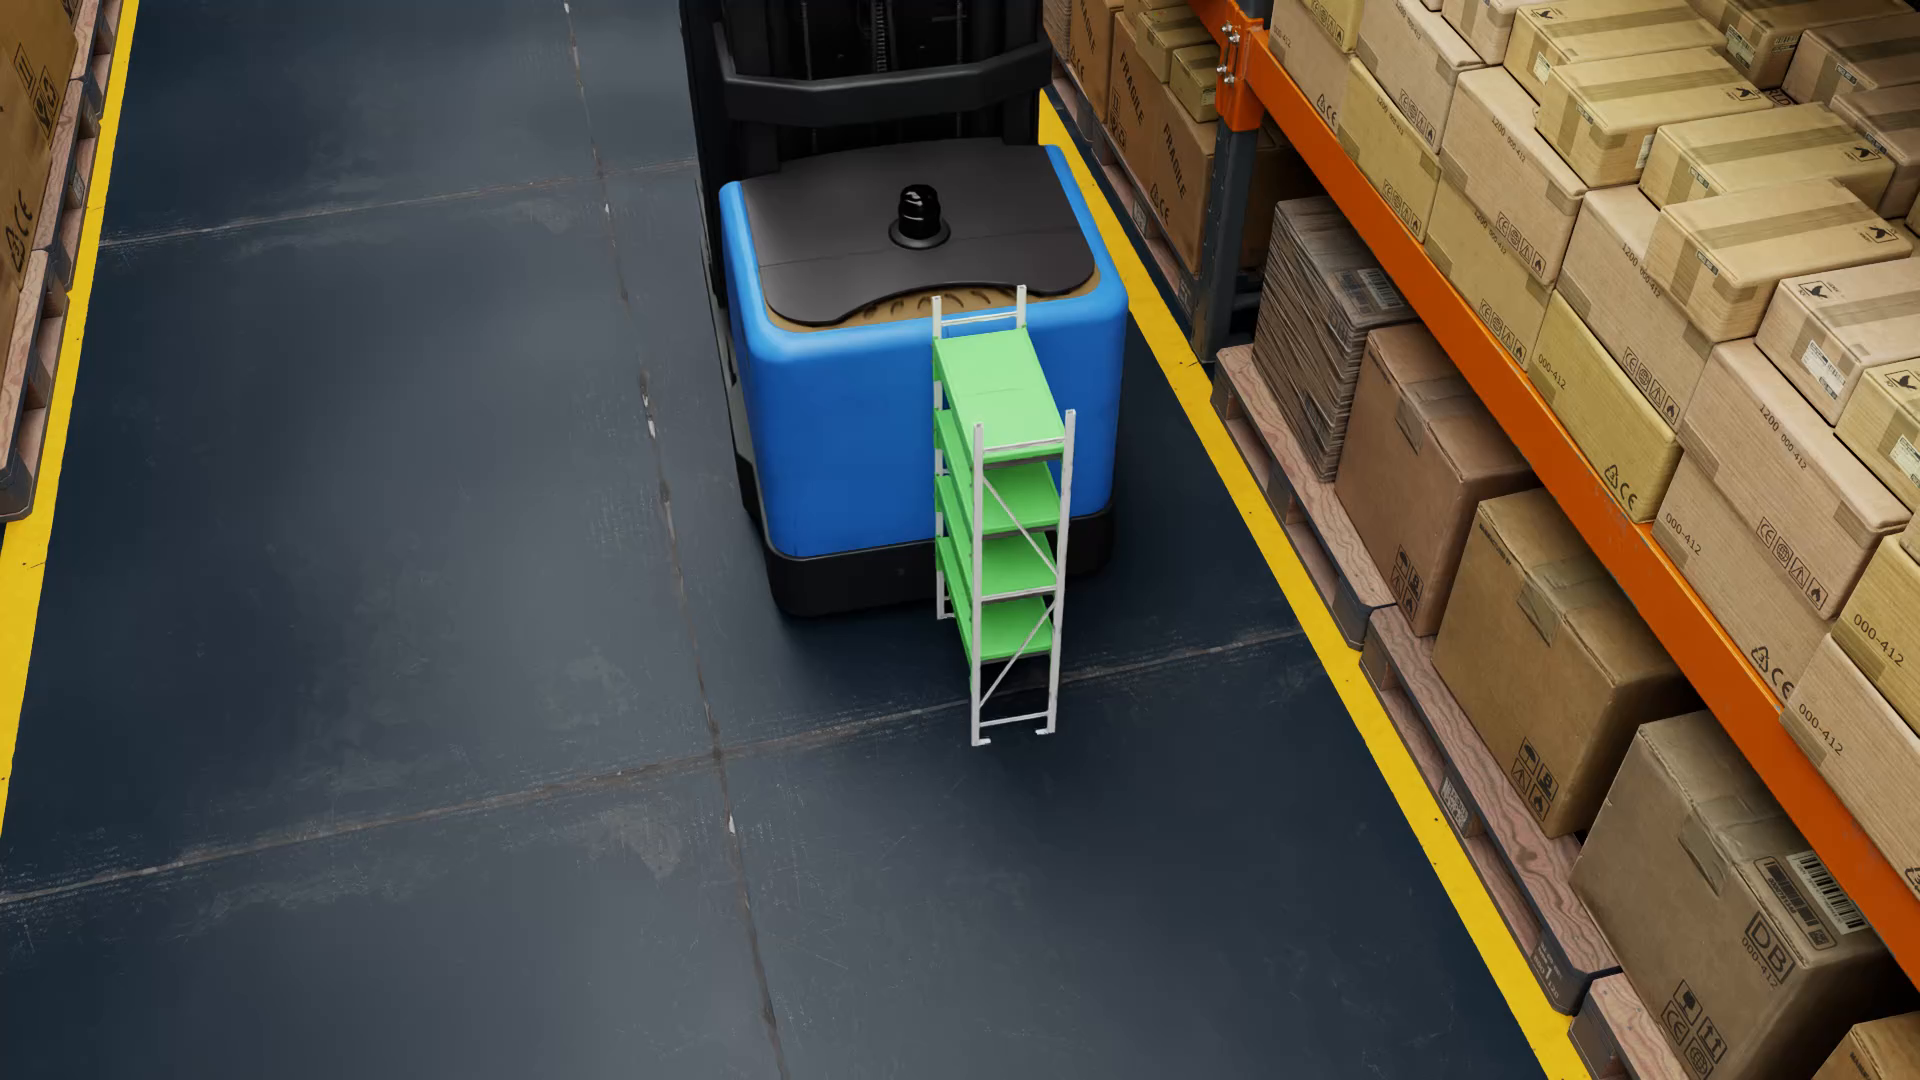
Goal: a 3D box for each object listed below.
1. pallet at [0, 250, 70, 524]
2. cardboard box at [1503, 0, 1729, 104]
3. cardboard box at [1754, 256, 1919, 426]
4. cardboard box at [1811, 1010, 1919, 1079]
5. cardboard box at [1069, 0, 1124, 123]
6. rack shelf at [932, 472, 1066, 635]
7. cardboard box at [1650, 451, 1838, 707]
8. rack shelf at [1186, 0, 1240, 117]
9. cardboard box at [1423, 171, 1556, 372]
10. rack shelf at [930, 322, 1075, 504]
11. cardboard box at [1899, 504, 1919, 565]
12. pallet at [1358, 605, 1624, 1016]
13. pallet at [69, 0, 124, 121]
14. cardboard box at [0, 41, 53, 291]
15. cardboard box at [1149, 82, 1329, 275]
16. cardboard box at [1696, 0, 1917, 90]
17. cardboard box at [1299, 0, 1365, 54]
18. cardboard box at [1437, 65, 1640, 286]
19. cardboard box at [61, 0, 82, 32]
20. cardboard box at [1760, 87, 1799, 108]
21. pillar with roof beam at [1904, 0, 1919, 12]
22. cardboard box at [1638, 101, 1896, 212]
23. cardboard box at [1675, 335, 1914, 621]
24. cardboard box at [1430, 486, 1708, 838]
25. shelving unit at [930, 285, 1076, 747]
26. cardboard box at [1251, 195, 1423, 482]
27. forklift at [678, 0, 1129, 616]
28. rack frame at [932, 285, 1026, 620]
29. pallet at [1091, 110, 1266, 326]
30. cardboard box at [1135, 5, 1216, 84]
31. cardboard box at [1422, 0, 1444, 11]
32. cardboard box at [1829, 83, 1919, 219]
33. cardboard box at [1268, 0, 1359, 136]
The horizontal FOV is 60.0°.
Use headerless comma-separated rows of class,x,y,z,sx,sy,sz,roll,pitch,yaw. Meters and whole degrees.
pallet,-3.609,-0.466,5.559,1.003,0.211,1.213,-11,47,-10
cardboard box,1.447,-1.079,3.683,0.380,0.149,0.250,-10,46,-10
cardboard box,1.684,-0.367,2.985,0.380,0.149,0.250,-10,46,-10
cardboard box,2.197,1.294,3.251,0.875,0.625,0.625,-9,46,-9
cardboard box,0.747,-2.027,6.592,0.500,0.500,0.500,-9,46,-9
rack shelf,0.099,0.013,4.486,0.258,0.148,0.480,-9,46,-8
cardboard box,1.728,0.025,3.230,0.500,0.250,0.500,-10,47,-10
rack shelf,0.806,-2.923,6.518,1.077,0.370,4.000,-11,47,-10
cardboard box,1.458,-0.688,3.929,0.500,0.250,0.500,-12,47,-12
rack shelf,0.099,-0.323,4.144,0.258,0.148,0.480,-9,46,-8
cardboard box,1.749,-0.001,2.626,0.380,0.149,0.250,-12,47,-12
pallet,1.799,0.598,4.516,1.003,0.211,1.213,-11,47,-10
pallet,-4.233,-2.151,7.210,1.003,0.211,1.213,-11,47,-10
cardboard box,-3.801,-1.396,5.711,0.875,0.875,0.875,-10,46,-10
cardboard box,1.002,-1.319,5.898,0.500,0.500,0.500,-9,46,-9
cardboard box,1.901,-1.167,3.769,0.380,0.149,0.250,-11,47,-11
cardboard box,1.171,-1.561,4.435,0.500,0.250,0.500,-11,47,-10
cardboard box,1.439,-0.855,3.743,0.500,0.250,0.500,-12,47,-11
cardboard box,-4.268,-2.635,6.926,0.875,0.875,0.875,-9,46,-9
cardboard box,1.959,-0.958,3.844,0.500,0.250,0.500,-11,47,-11
pillar with roof beam,-1.639,-2.371,1.273,9.100,9.000,0.400,-11,47,-10
cardboard box,1.615,-0.731,3.342,0.380,0.149,0.250,-11,47,-10
cardboard box,1.705,-0.155,3.057,0.500,0.250,0.500,-10,46,-10
cardboard box,1.812,0.238,4.285,0.875,0.625,0.625,-12,47,-12
shelving unit,0.099,-0.032,4.441,0.258,1.200,0.503,-9,46,-8
cardboard box,1.464,-0.677,5.182,0.875,0.625,0.625,-9,46,-9
forklift,-0.341,-1.870,5.031,1.130,2.935,3.031,-9,46,-8
rack frame,0.049,-0.202,4.608,0.240,1.200,0.015,-9,46,-8
pallet,1.163,-1.340,6.416,1.003,0.211,1.213,-11,47,-10
cardboard box,0.847,-1.771,5.887,0.380,0.149,0.250,-13,47,-12
cardboard box,1.275,-1.425,4.022,0.380,0.149,0.250,-10,46,-9
cardboard box,2.008,-0.812,3.421,0.380,0.149,0.250,-9,46,-9
cardboard box,1.195,-1.391,4.618,0.500,0.250,0.500,-11,47,-10
